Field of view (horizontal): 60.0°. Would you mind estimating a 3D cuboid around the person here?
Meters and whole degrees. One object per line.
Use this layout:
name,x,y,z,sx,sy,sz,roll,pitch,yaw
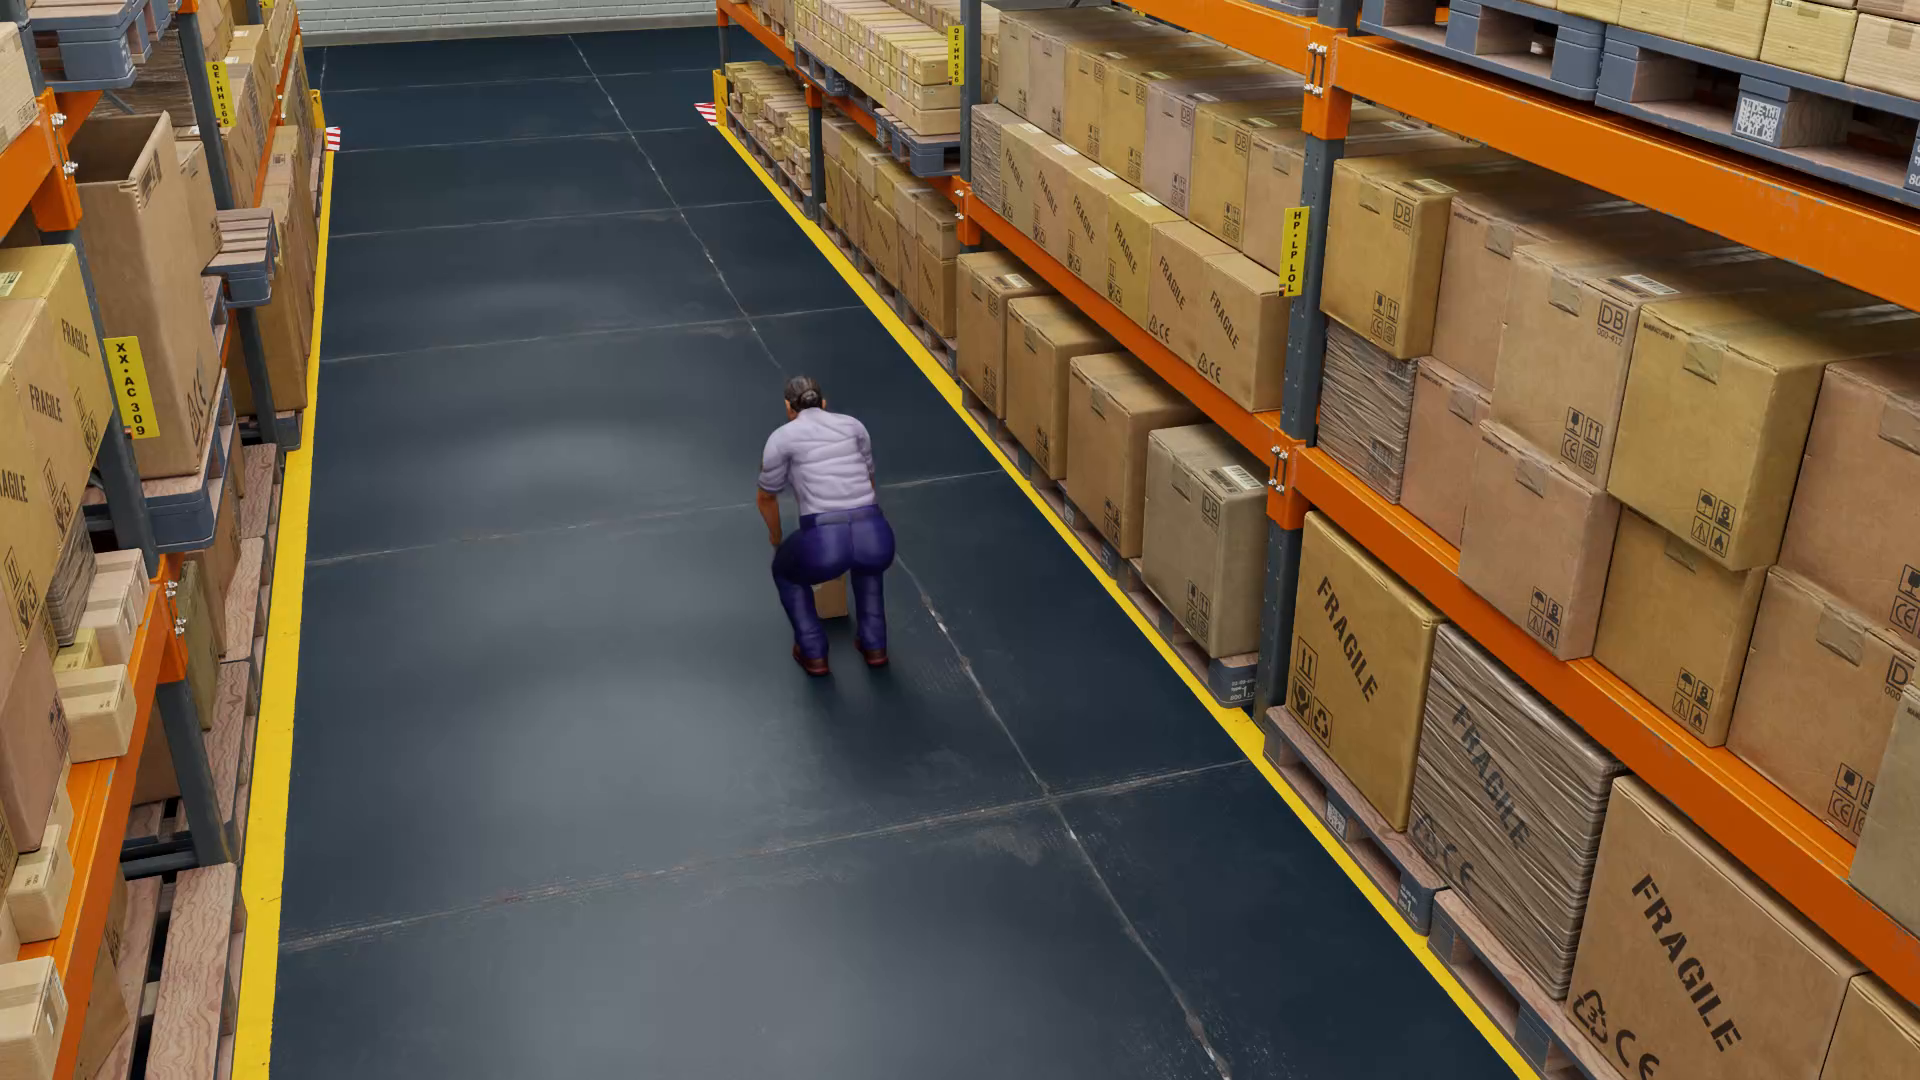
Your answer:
person,-0.581,-0.042,7.196,0.539,1.226,0.731,-8,28,-16
